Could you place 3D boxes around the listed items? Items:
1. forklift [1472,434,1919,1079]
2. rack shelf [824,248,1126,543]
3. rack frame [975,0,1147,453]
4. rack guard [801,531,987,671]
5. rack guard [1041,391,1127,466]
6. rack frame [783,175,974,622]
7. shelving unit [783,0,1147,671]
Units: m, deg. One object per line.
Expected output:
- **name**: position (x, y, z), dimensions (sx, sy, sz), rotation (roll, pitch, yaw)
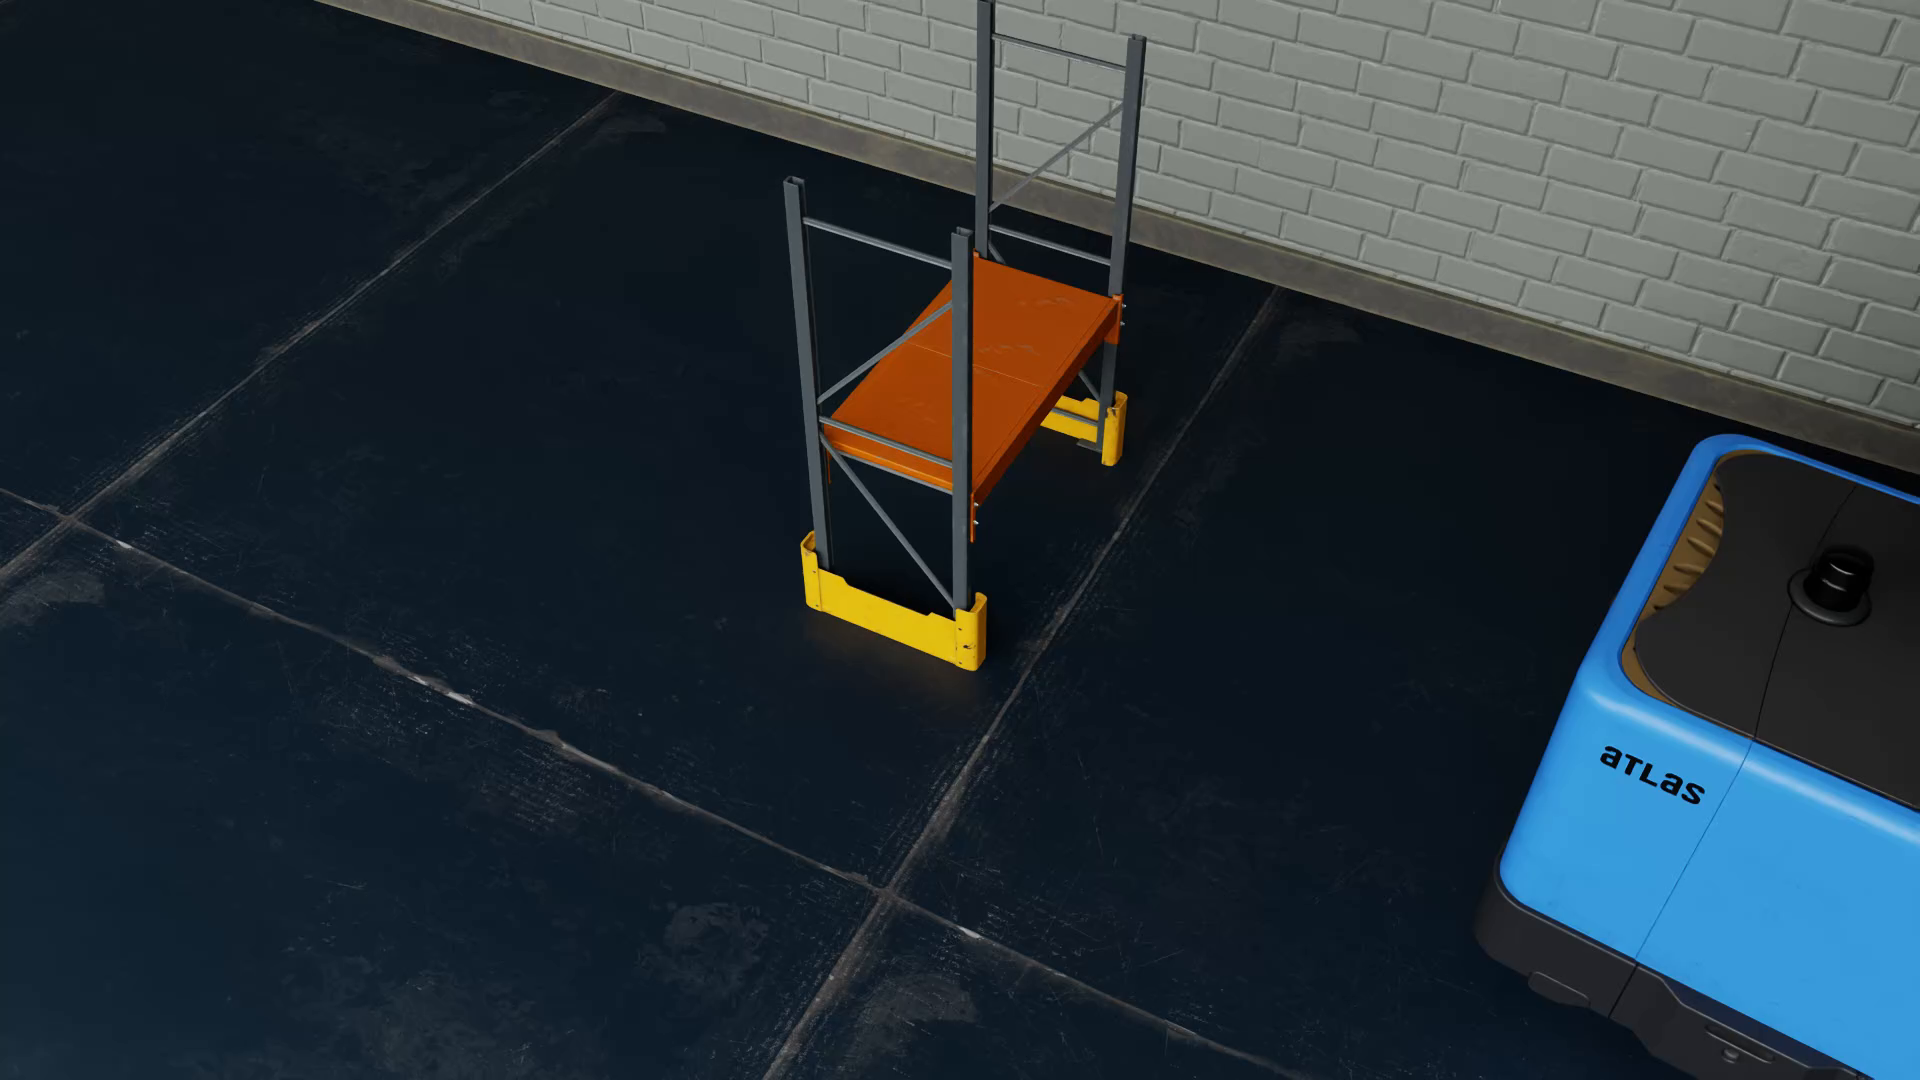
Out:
- **forklift**: position (2.799, 0.307, 2.885), dimensions (3.031, 2.935, 1.130), rotation (25, 50, 23)
- **rack shelf**: position (0.040, -0.455, 4.898), dimensions (0.538, 0.185, 1.000), rotation (20, 49, 19)
- **rack frame**: position (0.276, -0.901, 5.086), dimensions (0.500, 1.500, 0.032), rotation (20, 49, 19)
- **rack guard**: position (-0.196, 0.178, 4.898), dimensions (0.587, 0.250, 0.087), rotation (20, 49, 19)
- **rack guard**: position (0.267, -0.450, 5.519), dimensions (0.587, 0.250, 0.087), rotation (20, 49, 19)
- **rack frame**: position (-0.196, -0.261, 4.453), dimensions (0.500, 1.500, 0.032), rotation (20, 49, 19)
- **shelving unit**: position (0.035, -0.575, 4.764), dimensions (0.587, 1.500, 1.083), rotation (20, 49, 19)
